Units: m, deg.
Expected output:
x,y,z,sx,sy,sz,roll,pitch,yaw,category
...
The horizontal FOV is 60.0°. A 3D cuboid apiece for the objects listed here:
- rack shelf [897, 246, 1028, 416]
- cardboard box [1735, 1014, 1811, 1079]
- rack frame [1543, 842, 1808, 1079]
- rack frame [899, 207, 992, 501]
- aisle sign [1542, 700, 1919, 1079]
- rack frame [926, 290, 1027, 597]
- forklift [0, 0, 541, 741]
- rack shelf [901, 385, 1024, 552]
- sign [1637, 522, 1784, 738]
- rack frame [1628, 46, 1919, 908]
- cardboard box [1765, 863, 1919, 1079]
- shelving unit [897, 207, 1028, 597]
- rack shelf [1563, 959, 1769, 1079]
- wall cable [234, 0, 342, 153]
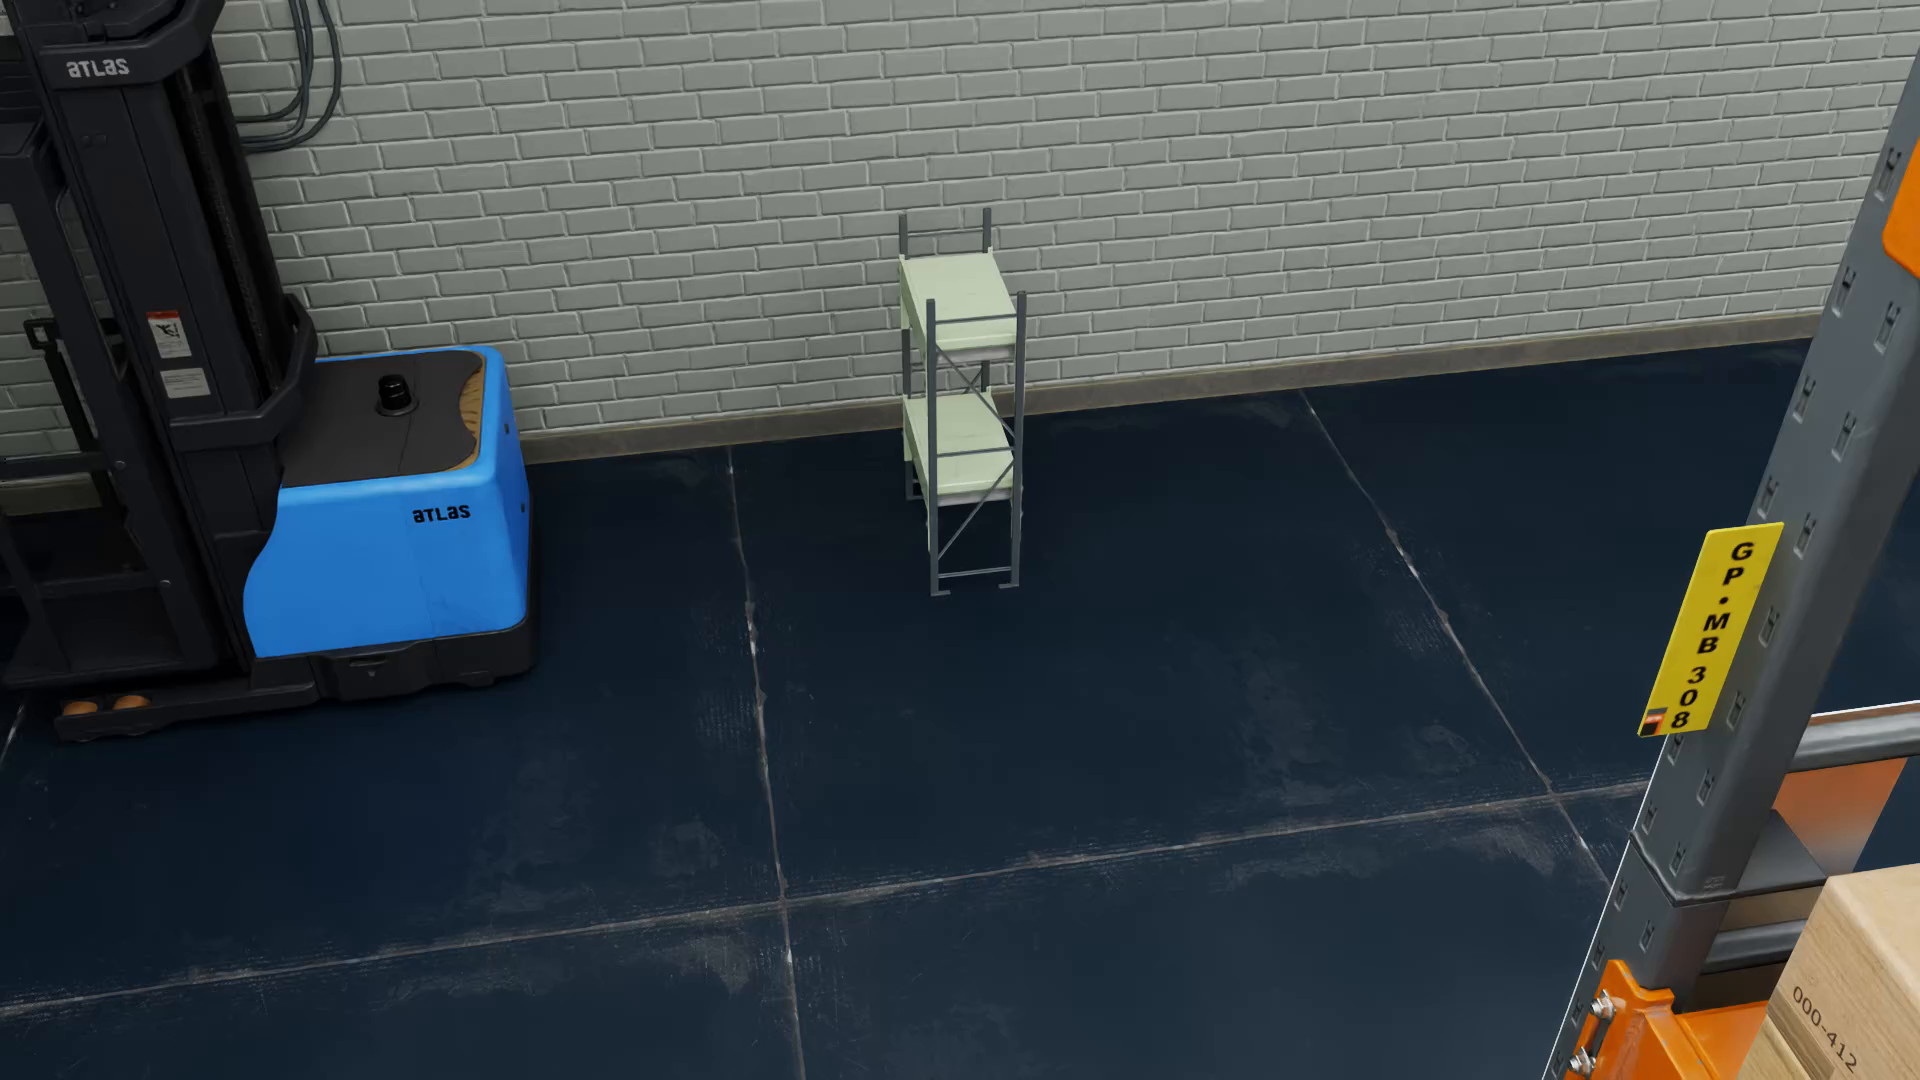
x,y,z,sx,sy,sz,roll,pitch,yaw,category
0.001,-0.896,7.045,0.431,0.370,0.720,-6,38,-8,rack shelf
1.276,0.797,1.956,0.500,0.250,0.500,-6,38,-8,cardboard box
1.437,1.585,3.265,1.000,3.000,0.127,-6,38,-8,rack frame
-0.063,-0.809,7.569,0.400,1.500,0.023,-6,38,-8,rack frame
1.136,0.549,2.480,0.394,0.787,0.004,-6,38,-8,aisle sign
0.065,-0.367,7.000,0.400,1.500,0.023,-6,38,-8,rack frame
-3.344,-0.698,6.259,3.031,2.935,1.130,-6,38,-8,forklift
0.001,-0.331,7.485,0.431,0.370,0.720,-6,38,-8,rack shelf
0.902,0.114,2.001,0.100,0.325,0.005,-6,38,-8,sign
1.437,-0.784,1.424,1.000,3.000,0.127,-6,38,-8,rack frame
1.270,0.601,1.802,0.500,0.250,0.500,-6,38,-8,cardboard box
0.001,-0.588,7.285,0.431,1.500,0.755,-6,38,-8,shelving unit
1.787,1.893,1.010,1.077,0.370,4.000,-6,38,-8,rack shelf
-4.079,-2.477,6.135,3.097,2.526,0.112,-6,38,-8,wall cable
